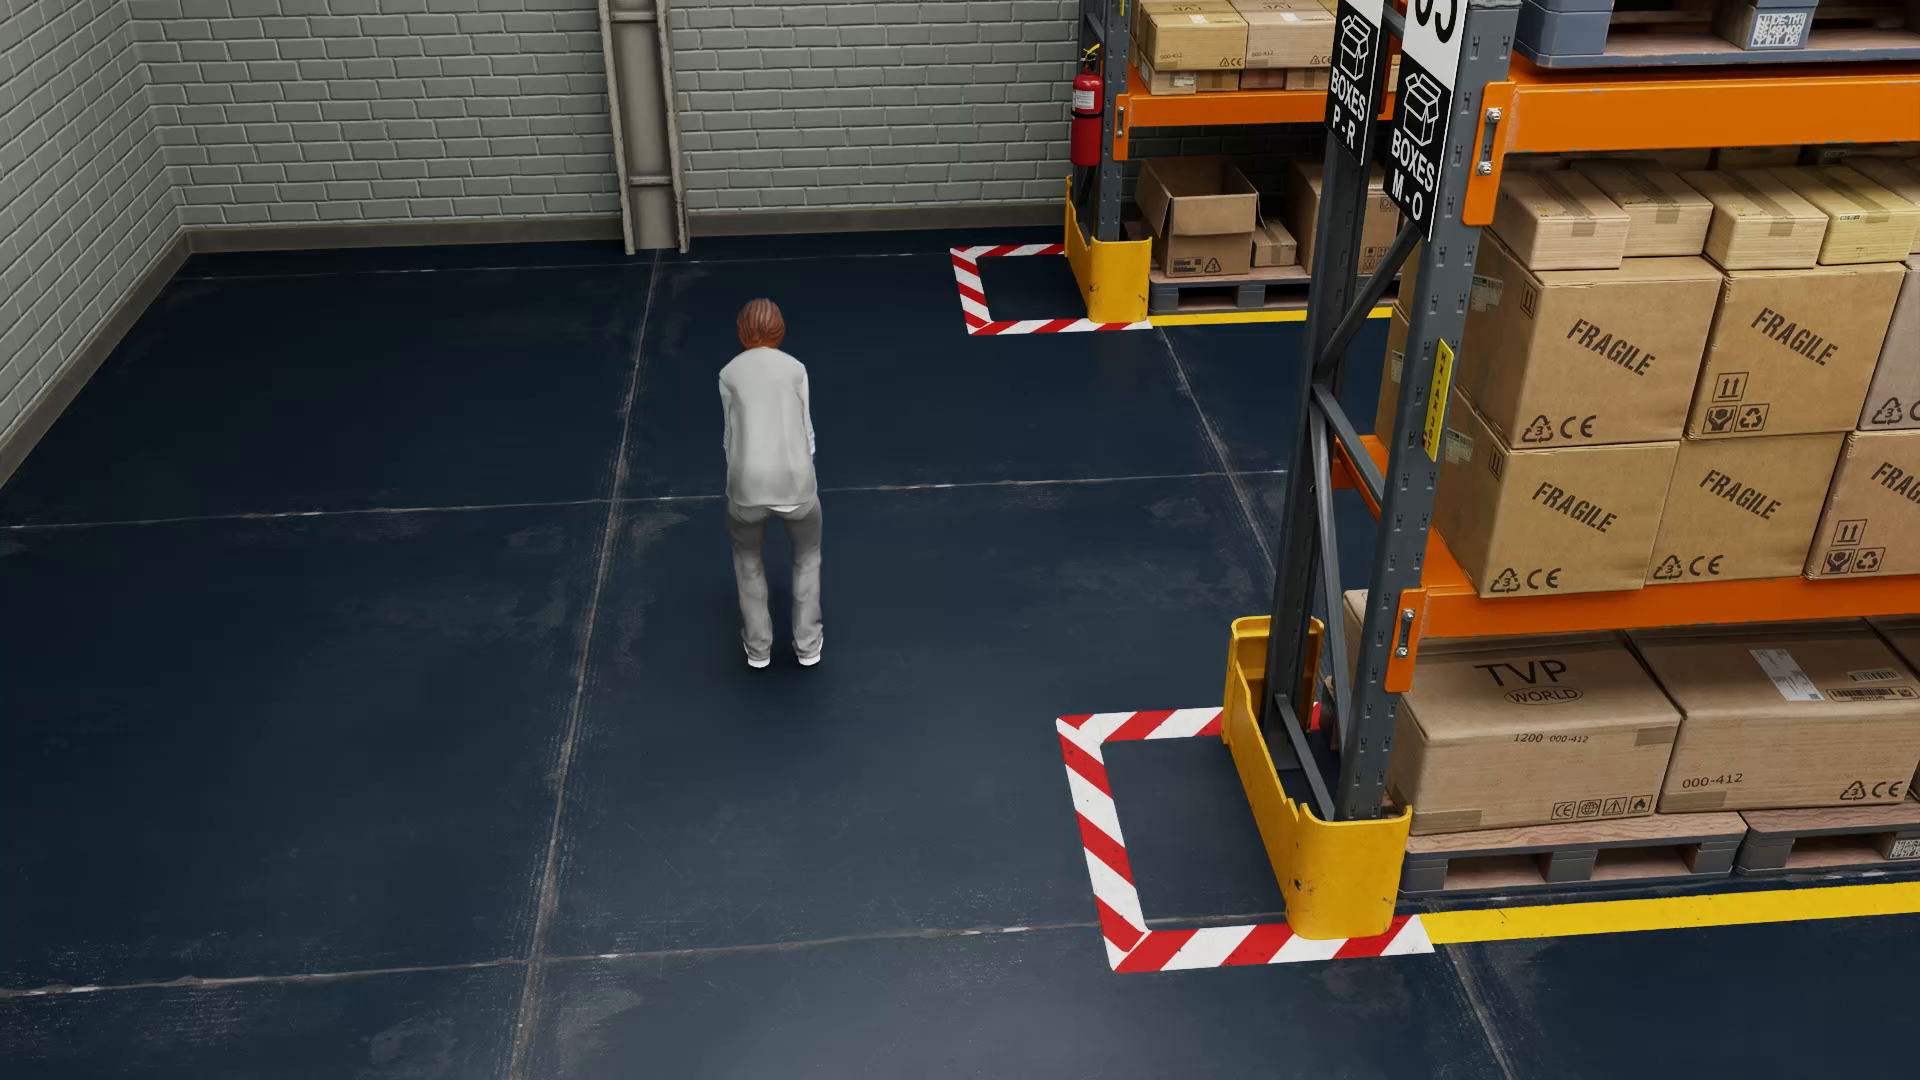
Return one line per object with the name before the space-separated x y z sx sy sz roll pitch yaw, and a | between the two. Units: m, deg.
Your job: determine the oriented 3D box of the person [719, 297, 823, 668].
person | -0.749 -0.209 6.656 0.375 1.424 0.691 -3 32 -5
